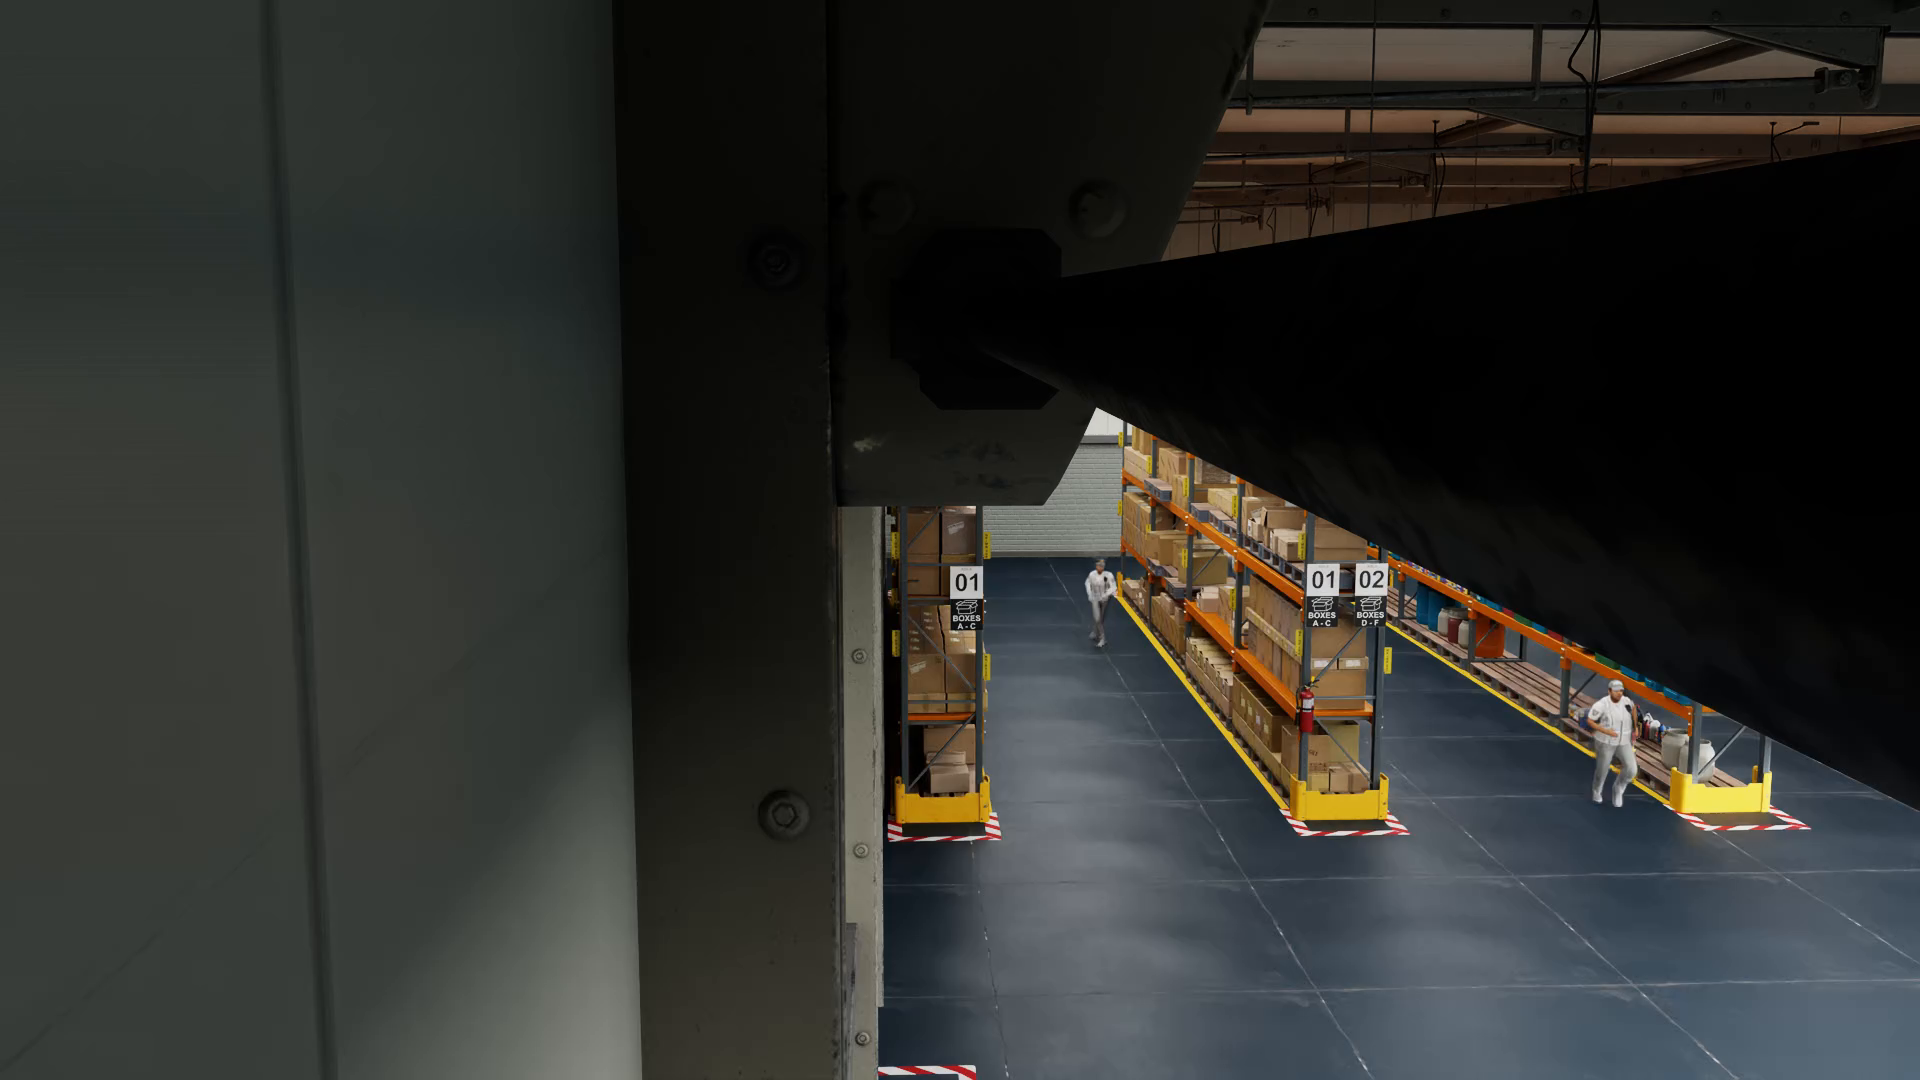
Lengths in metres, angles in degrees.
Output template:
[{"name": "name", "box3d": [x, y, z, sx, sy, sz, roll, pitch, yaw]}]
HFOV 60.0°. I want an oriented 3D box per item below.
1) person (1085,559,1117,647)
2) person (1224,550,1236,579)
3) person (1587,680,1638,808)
[{"name": "person", "box3d": [2.643, 1.132, 31.229, 0.591, 1.655, 0.796, 0, 8, 3]}, {"name": "person", "box3d": [5.832, 0.408, 36.014, 0.657, 1.849, 0.768, -4, 9, -24]}, {"name": "person", "box3d": [8.260, 2.565, 21.045, 0.713, 1.658, 0.673, -1, 8, -8]}]
